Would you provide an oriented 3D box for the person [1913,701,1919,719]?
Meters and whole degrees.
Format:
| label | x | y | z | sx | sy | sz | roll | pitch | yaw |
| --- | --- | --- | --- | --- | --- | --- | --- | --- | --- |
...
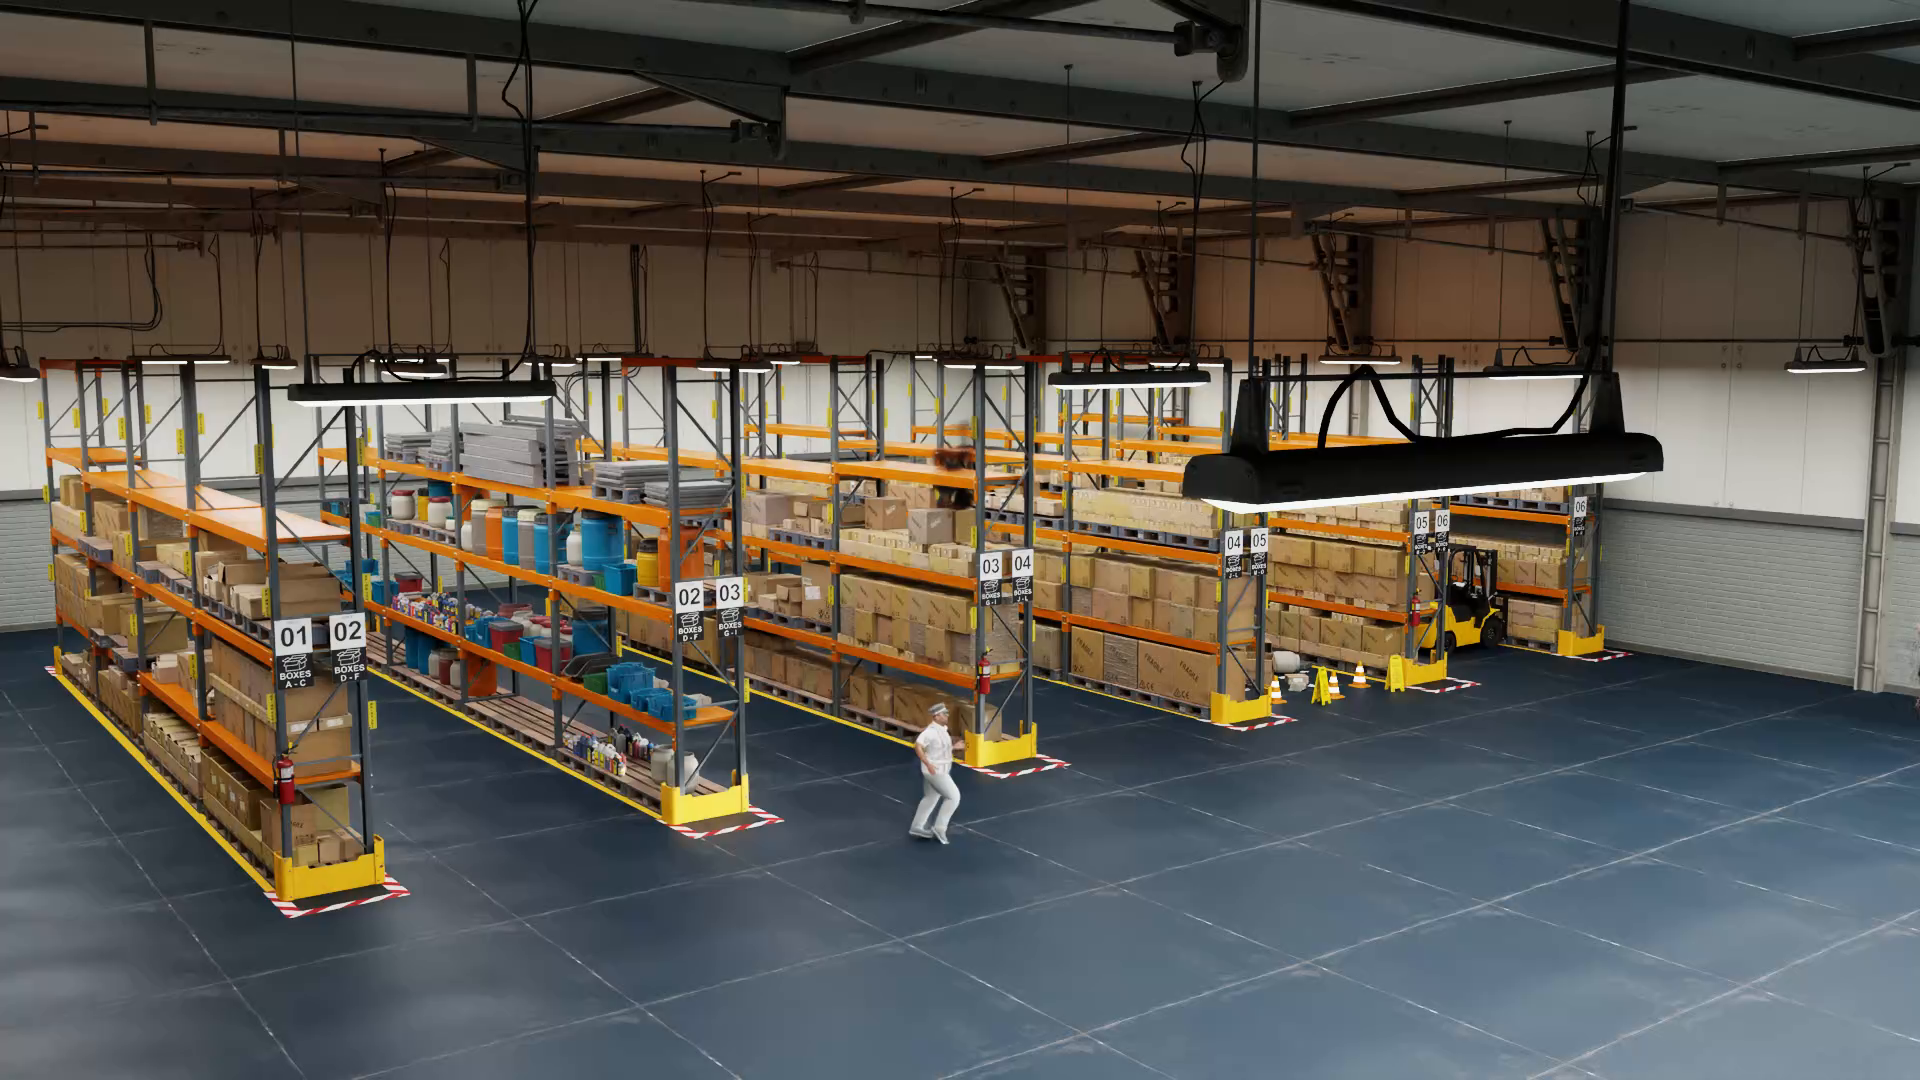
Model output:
| label | x | y | z | sx | sy | sz | roll | pitch | yaw |
| --- | --- | --- | --- | --- | --- | --- | --- | --- | --- |
| person | 15.911 | 2.245 | 27.149 | 0.604 | 1.673 | 0.656 | 6 | 9 | 39 |

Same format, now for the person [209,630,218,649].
| label | x | y | z | sx | sy | sz | roll | pitch | yaw |
| --- | --- | --- | --- | --- | --- | --- | --- | --- | --- |
| person | -14.256 | 1.713 | 31.829 | 0.806 | 1.689 | 0.626 | 5 | 9 | 37 |

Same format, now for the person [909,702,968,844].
| label | x | y | z | sx | sy | sz | roll | pitch | yaw |
| --- | --- | --- | --- | --- | --- | --- | --- | --- | --- |
| person | -0.272 | 2.954 | 21.082 | 0.752 | 1.837 | 0.626 | 0 | 7 | -1 |
